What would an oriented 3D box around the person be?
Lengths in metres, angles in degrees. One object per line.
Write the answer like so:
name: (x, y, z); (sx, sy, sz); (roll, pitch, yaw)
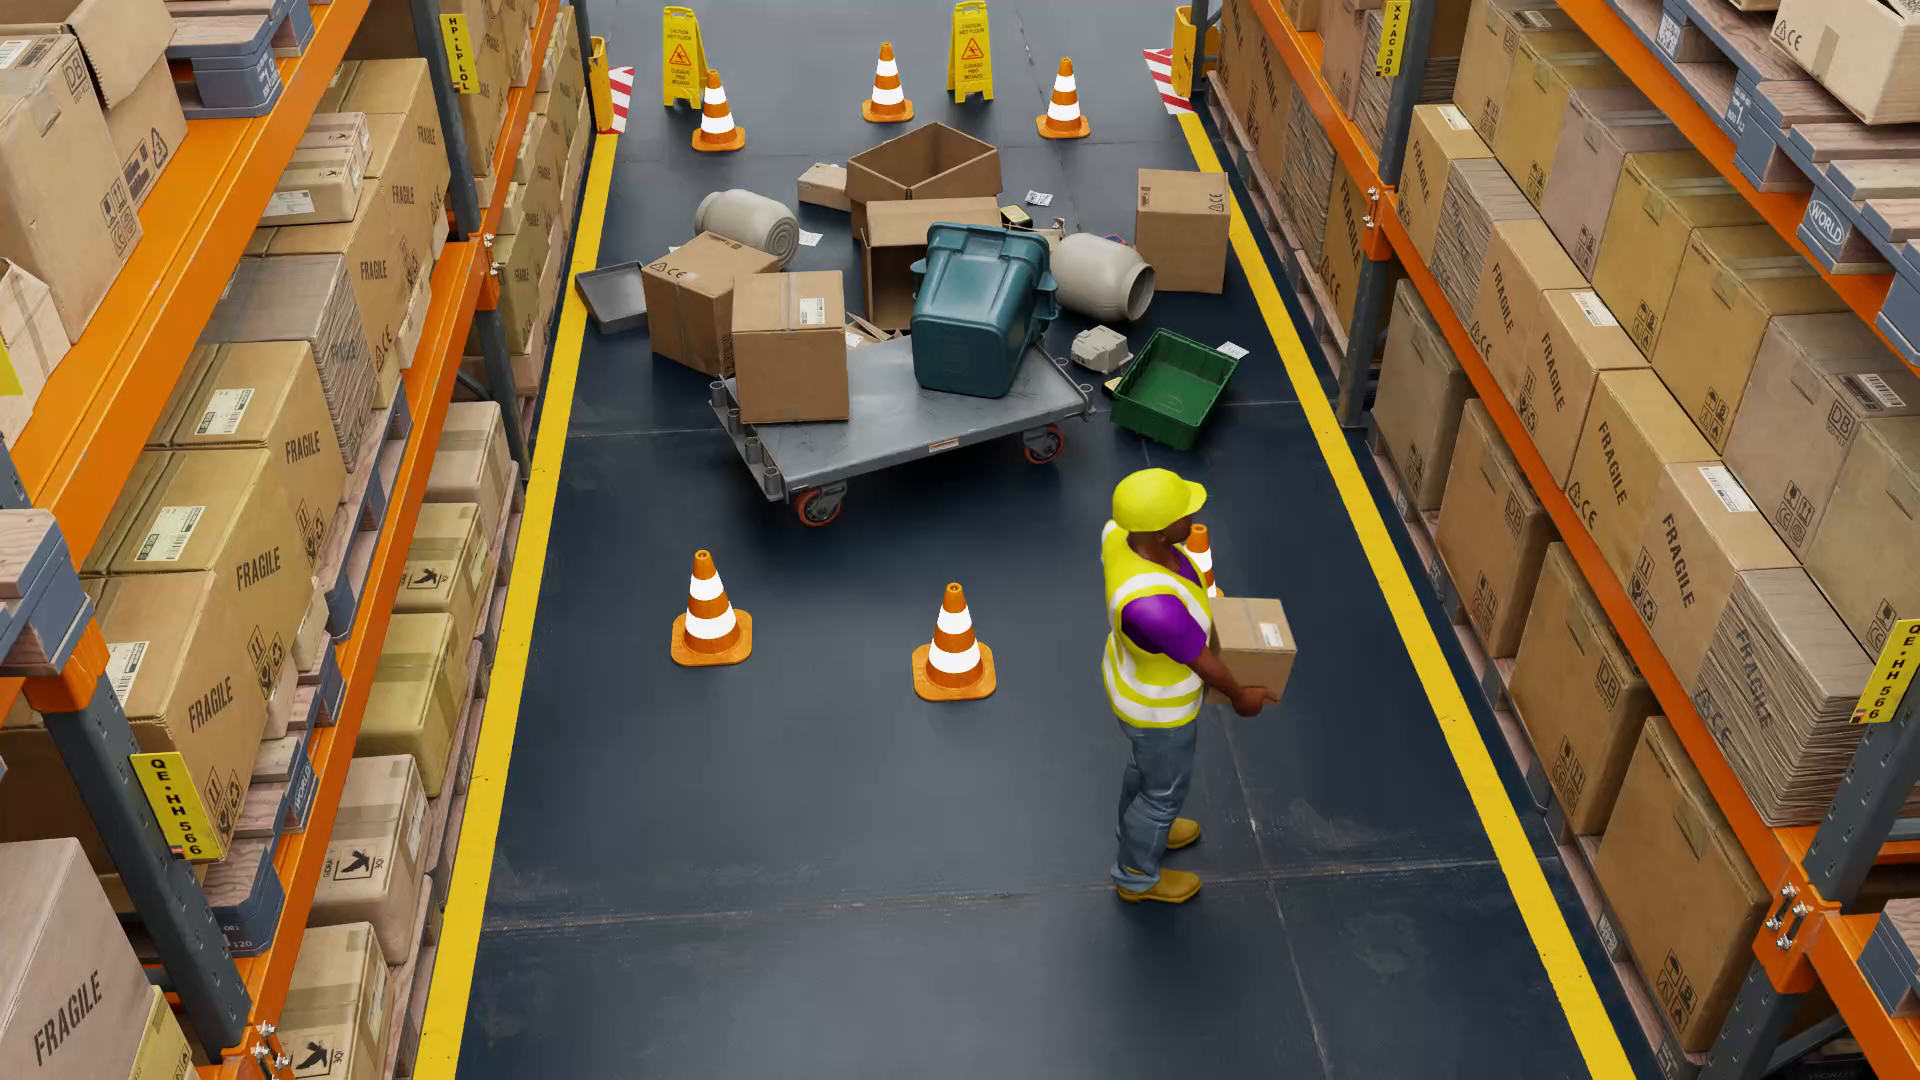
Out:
person: (0.740, 0.482, 5.542); (0.577, 1.760, 0.503); (-3, 39, -3)
